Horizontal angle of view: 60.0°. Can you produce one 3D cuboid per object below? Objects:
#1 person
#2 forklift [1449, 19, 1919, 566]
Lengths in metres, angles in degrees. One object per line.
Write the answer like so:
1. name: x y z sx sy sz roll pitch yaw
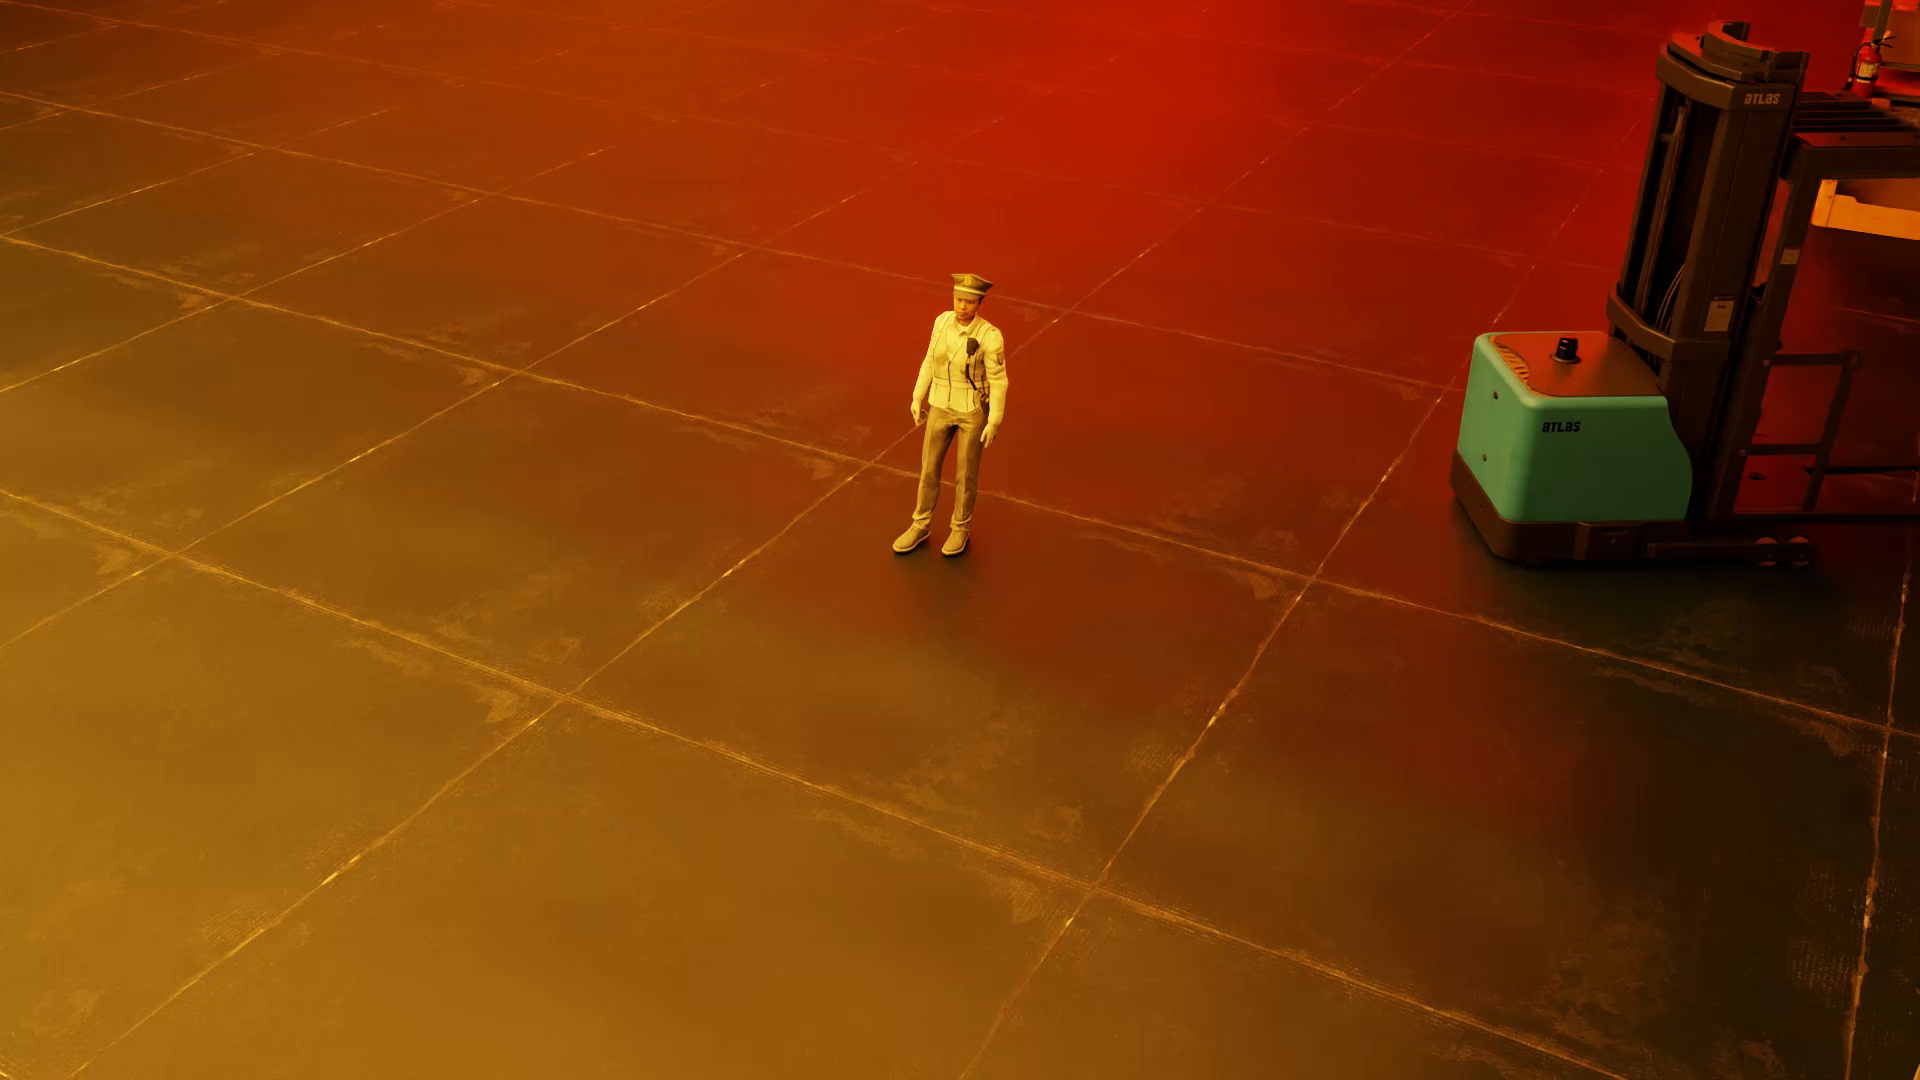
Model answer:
1. person: -0.038 -0.712 9.528 0.588 1.696 0.533 15 33 25
2. forklift: 4.612 -1.382 9.465 3.031 2.935 1.130 -1 30 -2
